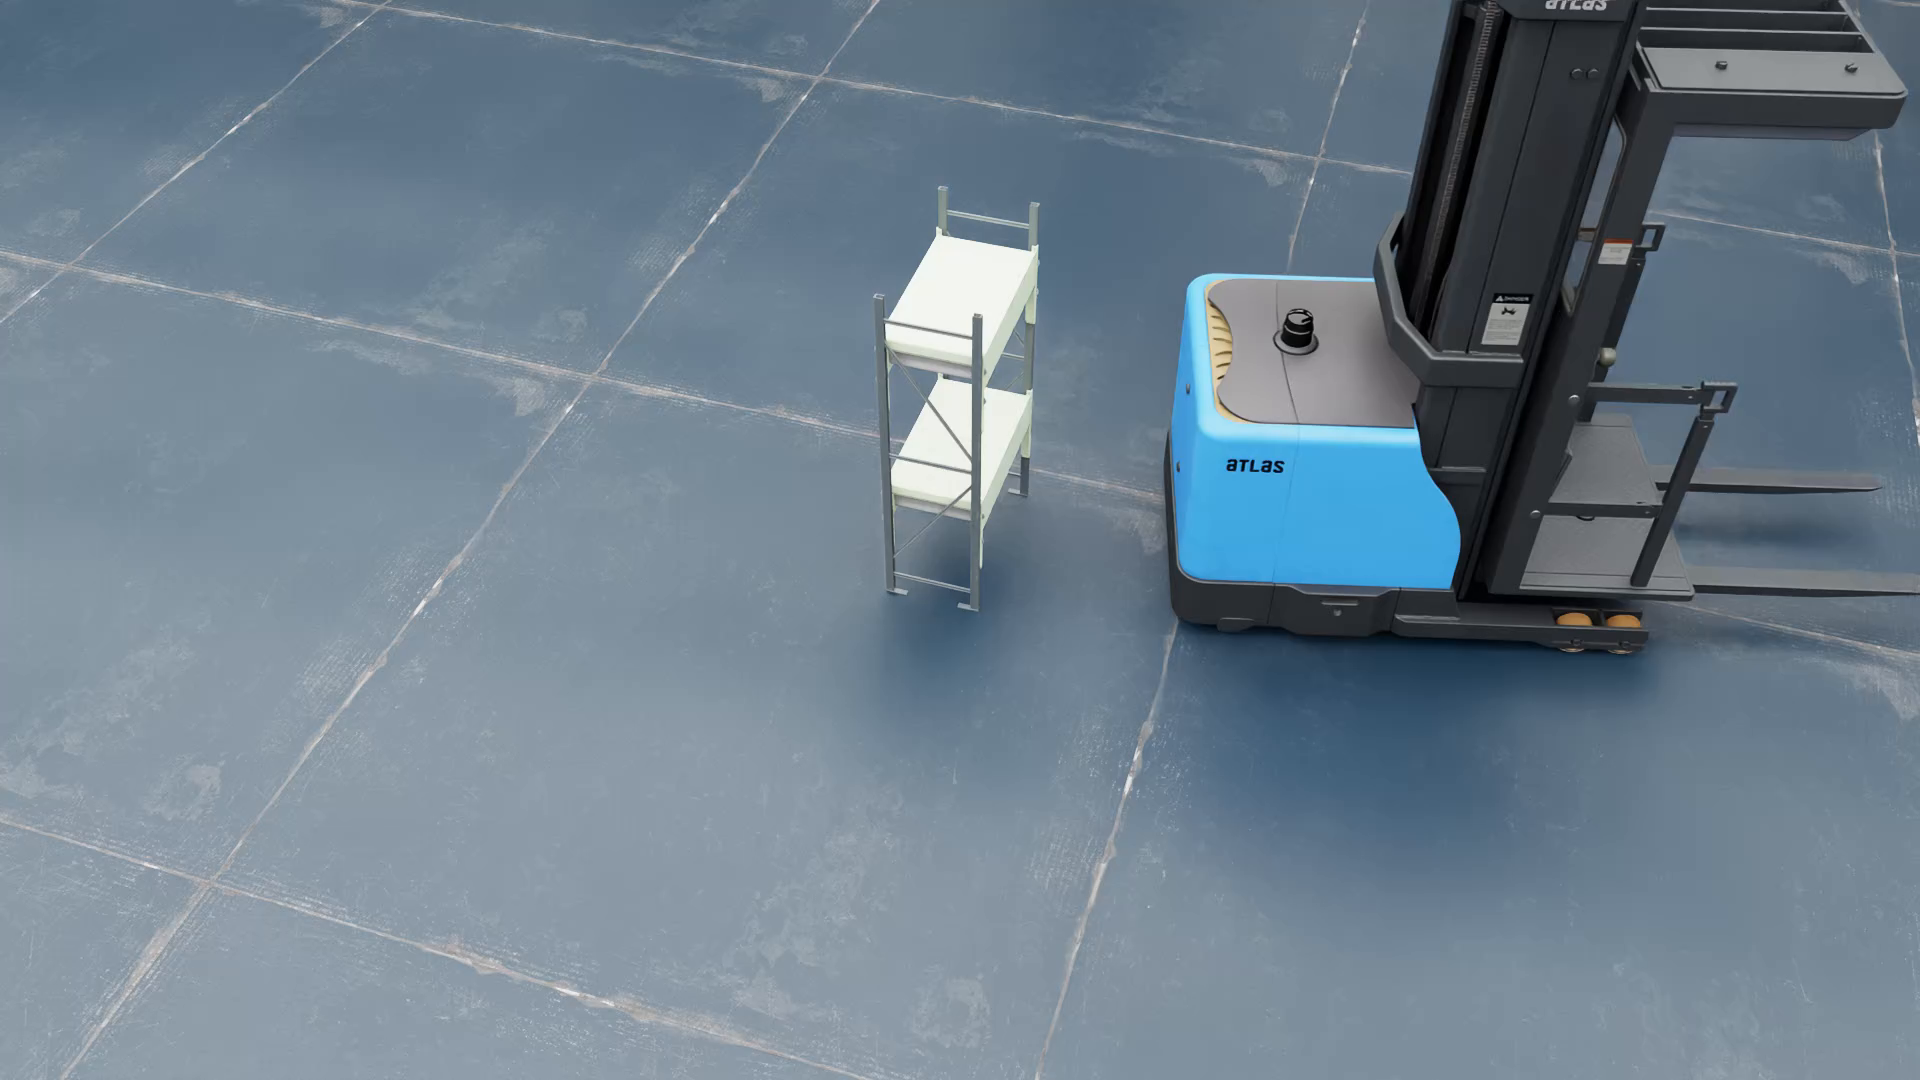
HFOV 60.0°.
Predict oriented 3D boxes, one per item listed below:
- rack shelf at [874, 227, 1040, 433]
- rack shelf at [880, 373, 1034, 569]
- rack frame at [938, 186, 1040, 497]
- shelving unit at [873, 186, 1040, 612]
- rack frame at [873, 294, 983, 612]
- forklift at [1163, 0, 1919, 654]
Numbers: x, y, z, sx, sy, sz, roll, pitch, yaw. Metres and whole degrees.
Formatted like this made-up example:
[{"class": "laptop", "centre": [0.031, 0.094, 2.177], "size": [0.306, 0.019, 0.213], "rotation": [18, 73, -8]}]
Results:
[{"class": "rack shelf", "centre": [-0.002, -0.811, 6.347], "size": [0.431, 0.370, 0.720], "rotation": [13, 46, 12]}, {"class": "rack shelf", "centre": [-0.002, -0.299, 6.848], "size": [0.431, 0.370, 0.720], "rotation": [13, 46, 12]}, {"class": "rack frame", "centre": [0.109, -0.776, 6.869], "size": [0.400, 1.500, 0.023], "rotation": [13, 46, 12]}, {"class": "shelving unit", "centre": [-0.002, -0.532, 6.620], "size": [0.431, 1.500, 0.755], "rotation": [13, 46, 12]}, {"class": "rack frame", "centre": [-0.113, -0.288, 6.371], "size": [0.400, 1.500, 0.023], "rotation": [13, 46, 12]}, {"class": "forklift", "centre": [2.395, -0.975, 6.049], "size": [3.031, 2.935, 1.130], "rotation": [2, 44, 2]}]
